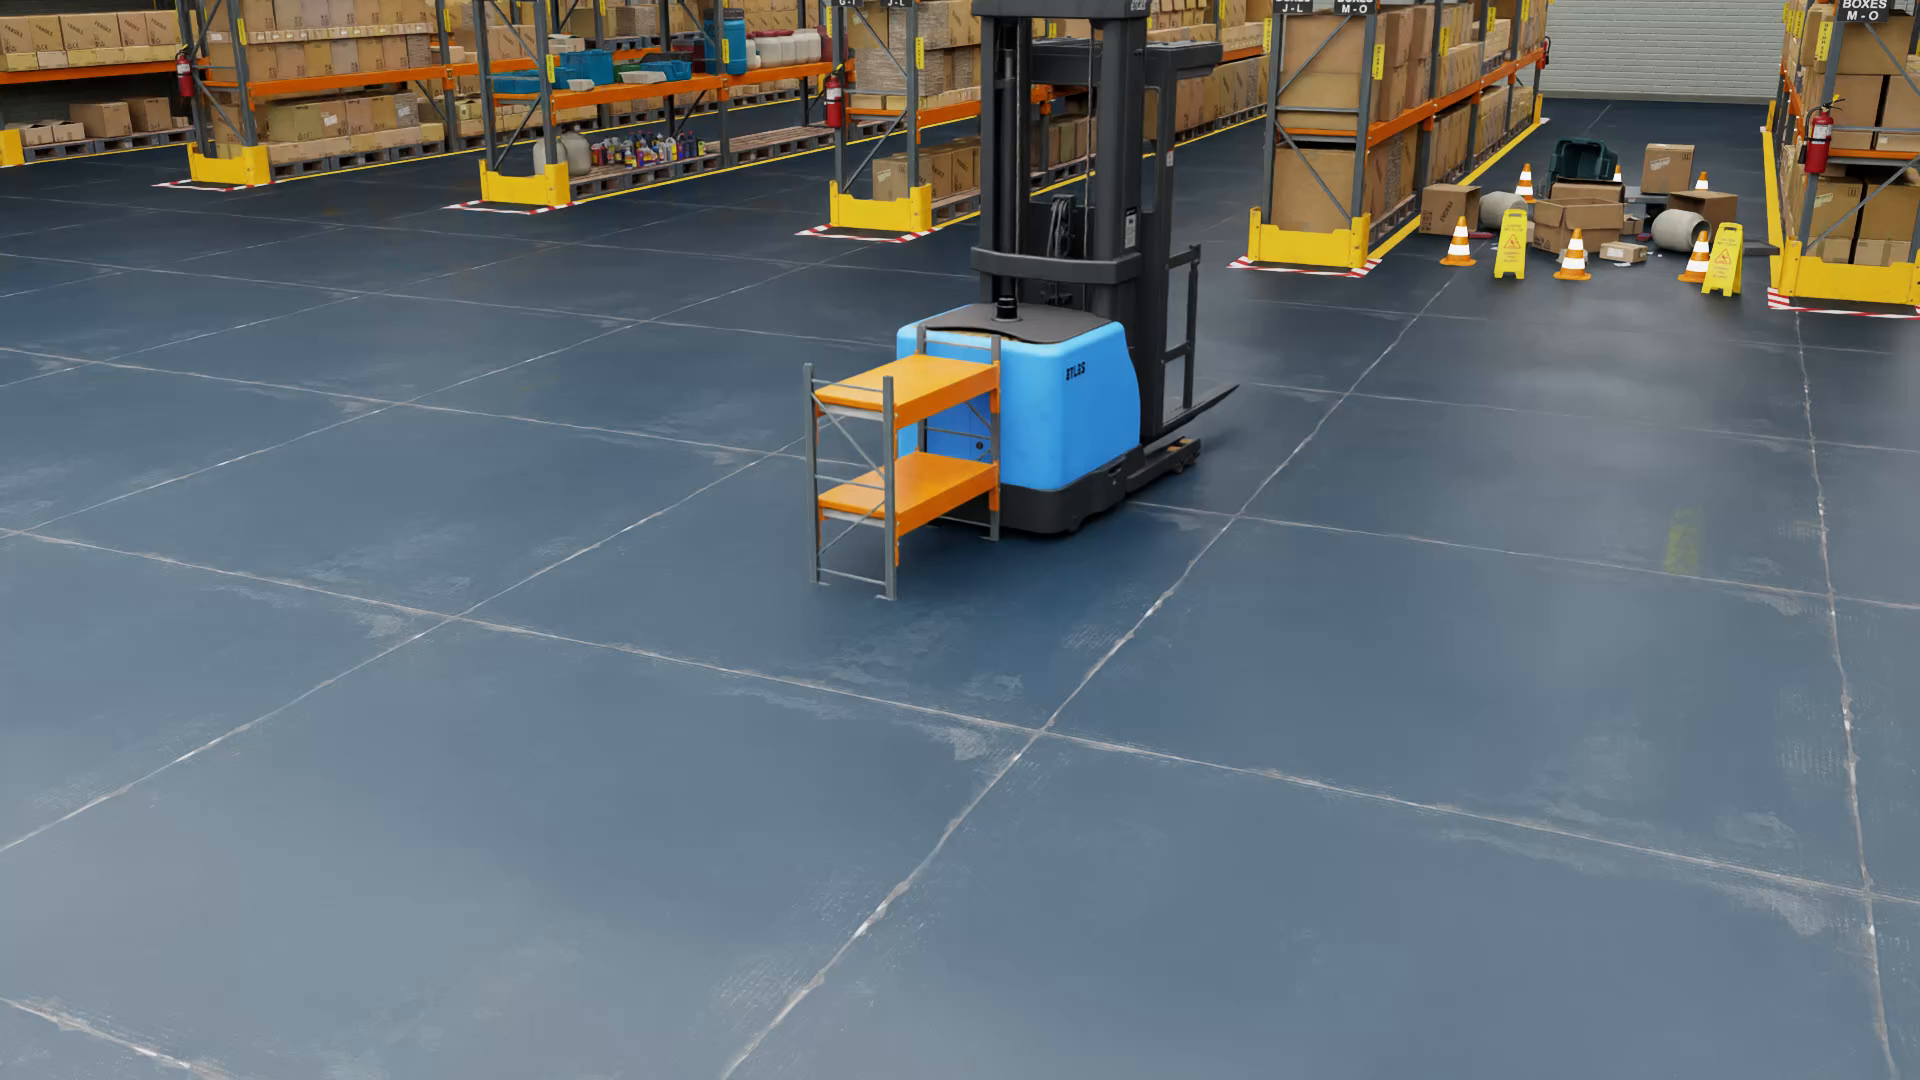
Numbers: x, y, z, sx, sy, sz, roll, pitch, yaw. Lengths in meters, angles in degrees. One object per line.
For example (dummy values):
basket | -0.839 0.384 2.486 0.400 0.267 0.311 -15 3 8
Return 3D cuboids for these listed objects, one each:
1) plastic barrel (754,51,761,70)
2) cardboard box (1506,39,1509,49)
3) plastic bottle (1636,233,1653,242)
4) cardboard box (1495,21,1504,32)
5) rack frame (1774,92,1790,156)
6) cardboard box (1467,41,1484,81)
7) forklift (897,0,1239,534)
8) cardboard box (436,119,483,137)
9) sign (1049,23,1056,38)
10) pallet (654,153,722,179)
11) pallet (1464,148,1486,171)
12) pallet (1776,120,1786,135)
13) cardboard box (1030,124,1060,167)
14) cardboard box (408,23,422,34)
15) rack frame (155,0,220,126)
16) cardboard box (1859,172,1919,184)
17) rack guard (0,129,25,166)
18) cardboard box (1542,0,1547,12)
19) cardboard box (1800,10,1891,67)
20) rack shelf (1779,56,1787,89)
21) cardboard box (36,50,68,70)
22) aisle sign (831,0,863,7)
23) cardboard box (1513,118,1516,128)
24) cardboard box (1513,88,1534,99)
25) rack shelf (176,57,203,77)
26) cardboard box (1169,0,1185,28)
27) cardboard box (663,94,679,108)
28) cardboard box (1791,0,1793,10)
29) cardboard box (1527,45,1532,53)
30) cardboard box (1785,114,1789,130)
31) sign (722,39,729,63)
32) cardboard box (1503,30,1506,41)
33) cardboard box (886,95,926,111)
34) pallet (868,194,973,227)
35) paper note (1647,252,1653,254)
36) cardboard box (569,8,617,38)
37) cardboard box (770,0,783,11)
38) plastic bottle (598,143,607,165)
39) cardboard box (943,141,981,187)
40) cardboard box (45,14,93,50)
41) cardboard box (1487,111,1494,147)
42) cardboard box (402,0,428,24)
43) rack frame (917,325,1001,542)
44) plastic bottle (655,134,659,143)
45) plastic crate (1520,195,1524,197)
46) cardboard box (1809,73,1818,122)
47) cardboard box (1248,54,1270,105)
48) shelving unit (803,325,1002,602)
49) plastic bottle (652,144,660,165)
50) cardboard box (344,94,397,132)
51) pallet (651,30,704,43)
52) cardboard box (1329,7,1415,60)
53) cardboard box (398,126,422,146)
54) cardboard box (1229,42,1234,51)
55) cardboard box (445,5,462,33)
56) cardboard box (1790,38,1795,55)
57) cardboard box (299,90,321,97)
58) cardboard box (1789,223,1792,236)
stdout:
plastic barrel | -3.136 -7.195 24.930 0.301 0.262 0.301 0 20 0
cardboard box | 8.478 -7.862 26.348 0.380 0.149 0.250 8 21 21
plastic bottle | 7.502 -3.316 18.201 0.133 0.061 0.283 13 23 32
cardboard box | 8.149 -7.900 25.567 0.380 0.149 0.250 8 21 23
rack frame | 13.017 -7.283 24.971 1.000 3.000 0.127 9 21 23
cardboard box | 6.882 -6.581 22.848 0.500 0.500 0.500 9 21 23
forklift | 0.830 -1.858 9.818 1.130 2.935 3.031 11 23 29
cardboard box | -7.945 -6.549 26.384 0.500 0.250 0.500 8 21 21
sign | 1.198 -6.533 21.570 0.100 0.325 0.005 9 21 23
pallet | -4.131 -5.363 23.735 1.003 0.211 1.213 9 21 23
pallet | 7.143 -5.633 24.494 1.003 0.211 1.213 9 21 23
pallet | 14.399 -6.937 28.159 1.003 0.211 1.213 9 21 23
cardboard box | 0.971 -5.411 22.782 0.700 0.500 0.500 7 21 19
cardboard box | -8.355 -7.722 25.089 0.380 0.149 0.250 8 21 22
rack frame | -12.857 -8.236 27.651 1.000 3.000 0.127 9 21 23
cardboard box | 8.905 -3.247 15.979 0.500 0.500 0.500 8 21 21
rack guard | -14.464 -5.859 24.697 1.175 0.500 0.348 9 21 23
cardboard box | 10.137 -9.638 29.508 0.500 0.500 0.500 8 21 22
cardboard box | 8.442 -4.783 15.855 0.700 0.500 0.500 8 21 22
rack shelf | 13.836 -7.555 26.810 1.077 0.370 4.000 9 21 23
cardboard box | -13.806 -7.218 24.983 0.500 0.250 0.500 8 21 21
aisle sign | -1.237 -6.221 18.106 0.394 0.787 0.004 9 21 23
cardboard box | 9.011 -6.934 27.619 0.380 0.149 0.250 9 22 24
cardboard box | 9.967 -7.927 29.521 0.380 0.149 0.250 8 21 21
rack shelf | -12.038 -8.508 29.491 1.077 0.370 4.000 9 21 23
cardboard box | 3.190 -8.566 26.931 0.797 0.503 0.637 9 22 24
cardboard box | -5.623 -8.383 31.139 0.500 0.500 0.500 8 21 21
cardboard box | 13.790 -8.599 27.030 0.500 0.500 0.500 8 21 22
cardboard box | 9.779 -8.590 29.021 0.380 0.149 0.250 8 21 20
cardboard box | 13.738 -6.725 26.598 0.875 0.438 0.875 8 21 21
sign | -3.321 -6.928 23.560 0.100 0.325 0.005 9 21 23
cardboard box | 8.266 -7.846 25.858 0.380 0.149 0.250 10 22 25
cardboard box | -0.604 -4.910 18.674 0.380 0.149 0.250 9 21 23
pallet | -0.542 -3.927 19.697 1.003 0.211 1.213 9 21 23
paper note | 7.159 -3.011 17.408 0.148 0.019 0.142 18 26 41
cardboard box | -6.543 -9.233 29.679 0.700 0.500 0.500 2 20 4
cardboard box | -3.978 -11.100 34.061 0.500 0.500 0.500 9 22 24
plastic bottle | -4.879 -5.262 22.685 0.061 0.283 0.133 9 21 23
cardboard box | 0.090 -4.724 20.878 0.500 0.500 0.500 7 21 18
cardboard box | -13.596 -7.717 25.266 0.500 0.500 0.500 8 21 21
cardboard box | 7.753 -6.221 25.090 0.500 0.500 0.500 8 21 21
cardboard box | -8.512 -8.079 25.125 0.700 0.500 0.500 9 21 23
rack frame | -0.008 -0.566 8.883 0.500 1.125 0.032 11 23 29
plastic bottle | -4.359 -5.650 23.776 0.061 0.283 0.133 9 21 23
plastic crate | 6.308 -3.955 19.724 0.662 0.188 0.450 -14 14 -33
cardboard box | 8.283 -4.158 15.591 0.500 0.500 0.500 9 21 23
cardboard box | 5.425 -8.856 31.937 0.875 0.875 0.875 9 21 23
shelving unit | -0.270 -0.420 8.472 0.538 1.125 1.048 11 23 29
plastic bottle | -4.165 -5.285 22.767 0.097 0.271 0.097 0 20 0
cardboard box | -8.743 -6.337 24.668 0.500 0.500 0.500 9 21 23
pallet | -5.487 -9.683 32.007 1.003 0.211 1.213 9 21 23
cardboard box | 4.536 -5.627 18.478 0.875 0.550 0.550 9 21 23
cardboard box | -8.540 -6.137 25.224 0.500 0.250 0.500 9 21 23
cardboard box | 4.616 -8.730 29.415 0.380 0.149 0.250 9 22 24
cardboard box | -10.153 -10.240 32.661 0.500 0.500 0.500 9 22 24
cardboard box | 12.161 -7.038 23.760 0.500 0.250 0.500 9 21 23
cardboard box | -11.961 -7.964 29.959 0.700 0.500 0.500 8 21 22
cardboard box | 8.408 -2.958 16.287 0.500 0.250 0.500 9 21 23
